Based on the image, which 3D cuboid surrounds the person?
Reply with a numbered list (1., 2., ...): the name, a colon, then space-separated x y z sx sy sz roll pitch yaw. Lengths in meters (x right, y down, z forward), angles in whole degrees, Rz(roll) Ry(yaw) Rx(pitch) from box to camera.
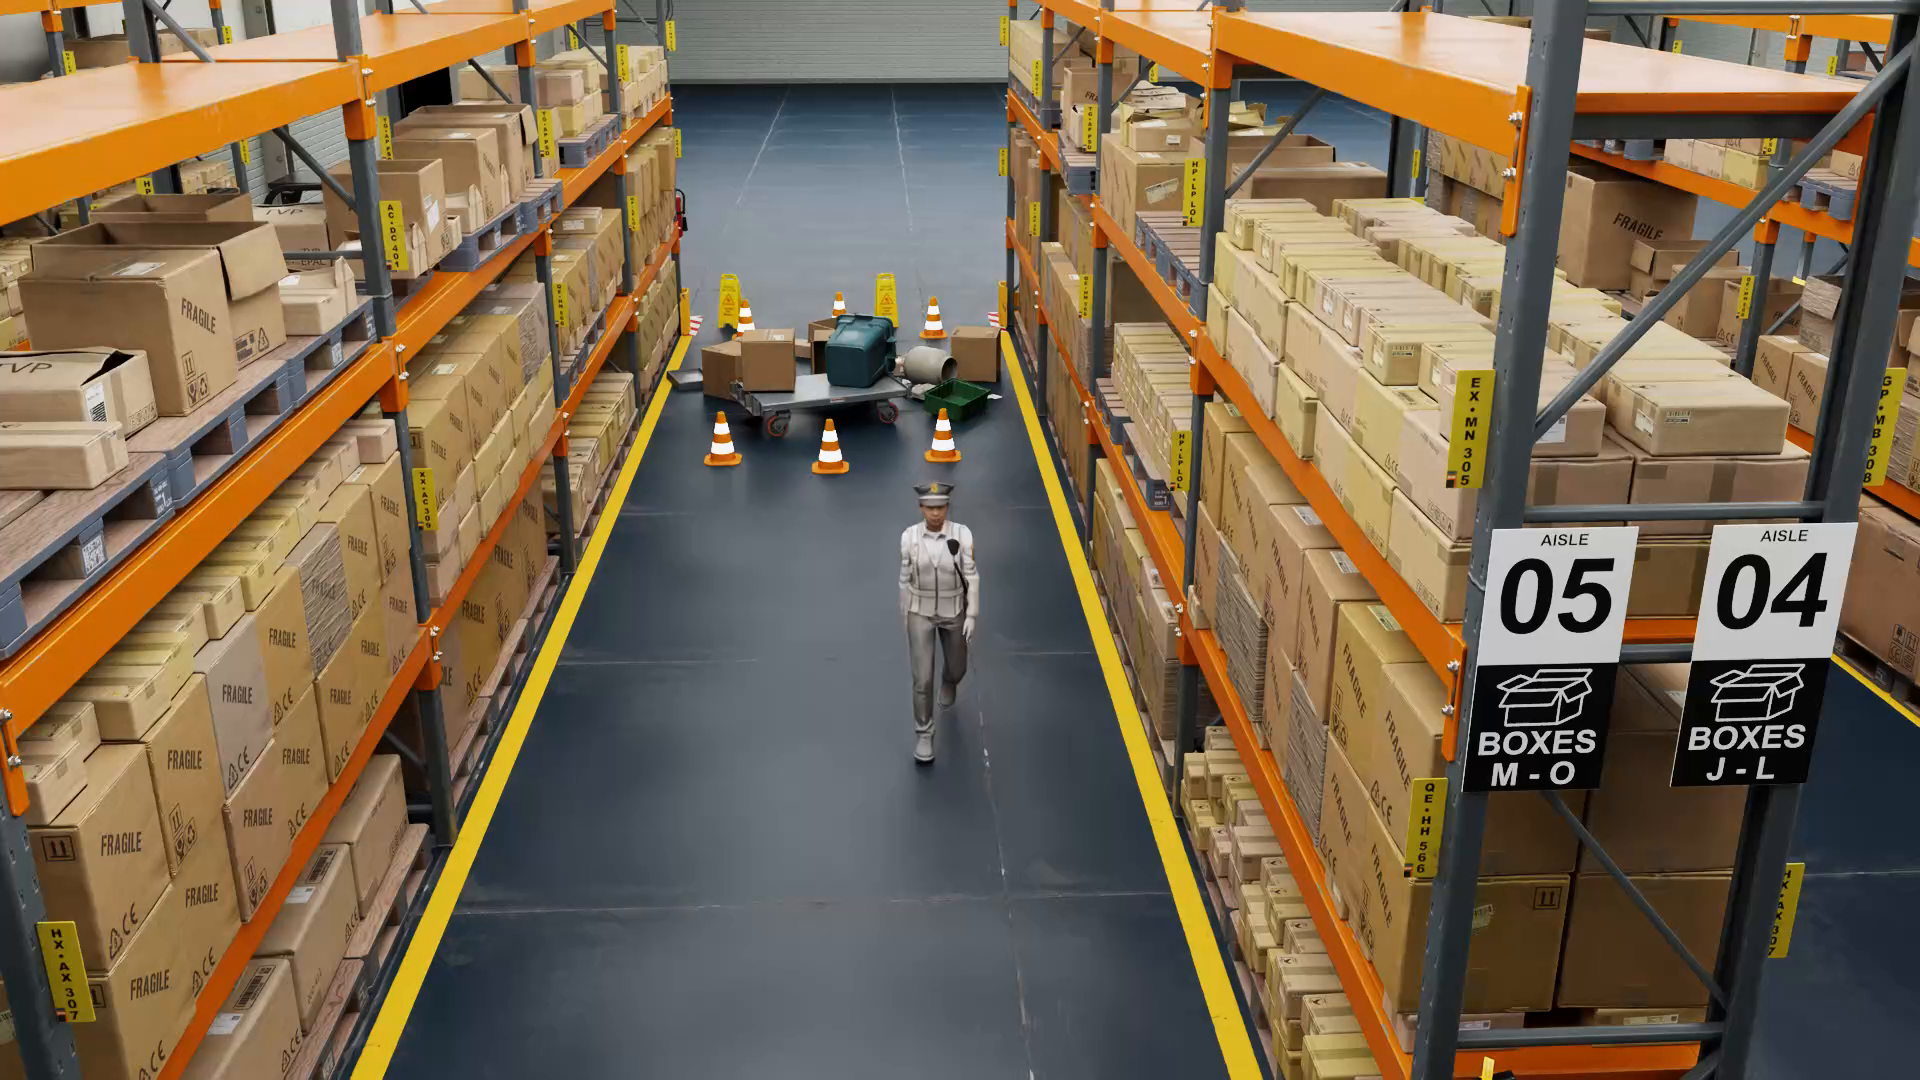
1. person: -1.418 -0.691 9.582 5.233 2.386 22.021 0 21 -1
